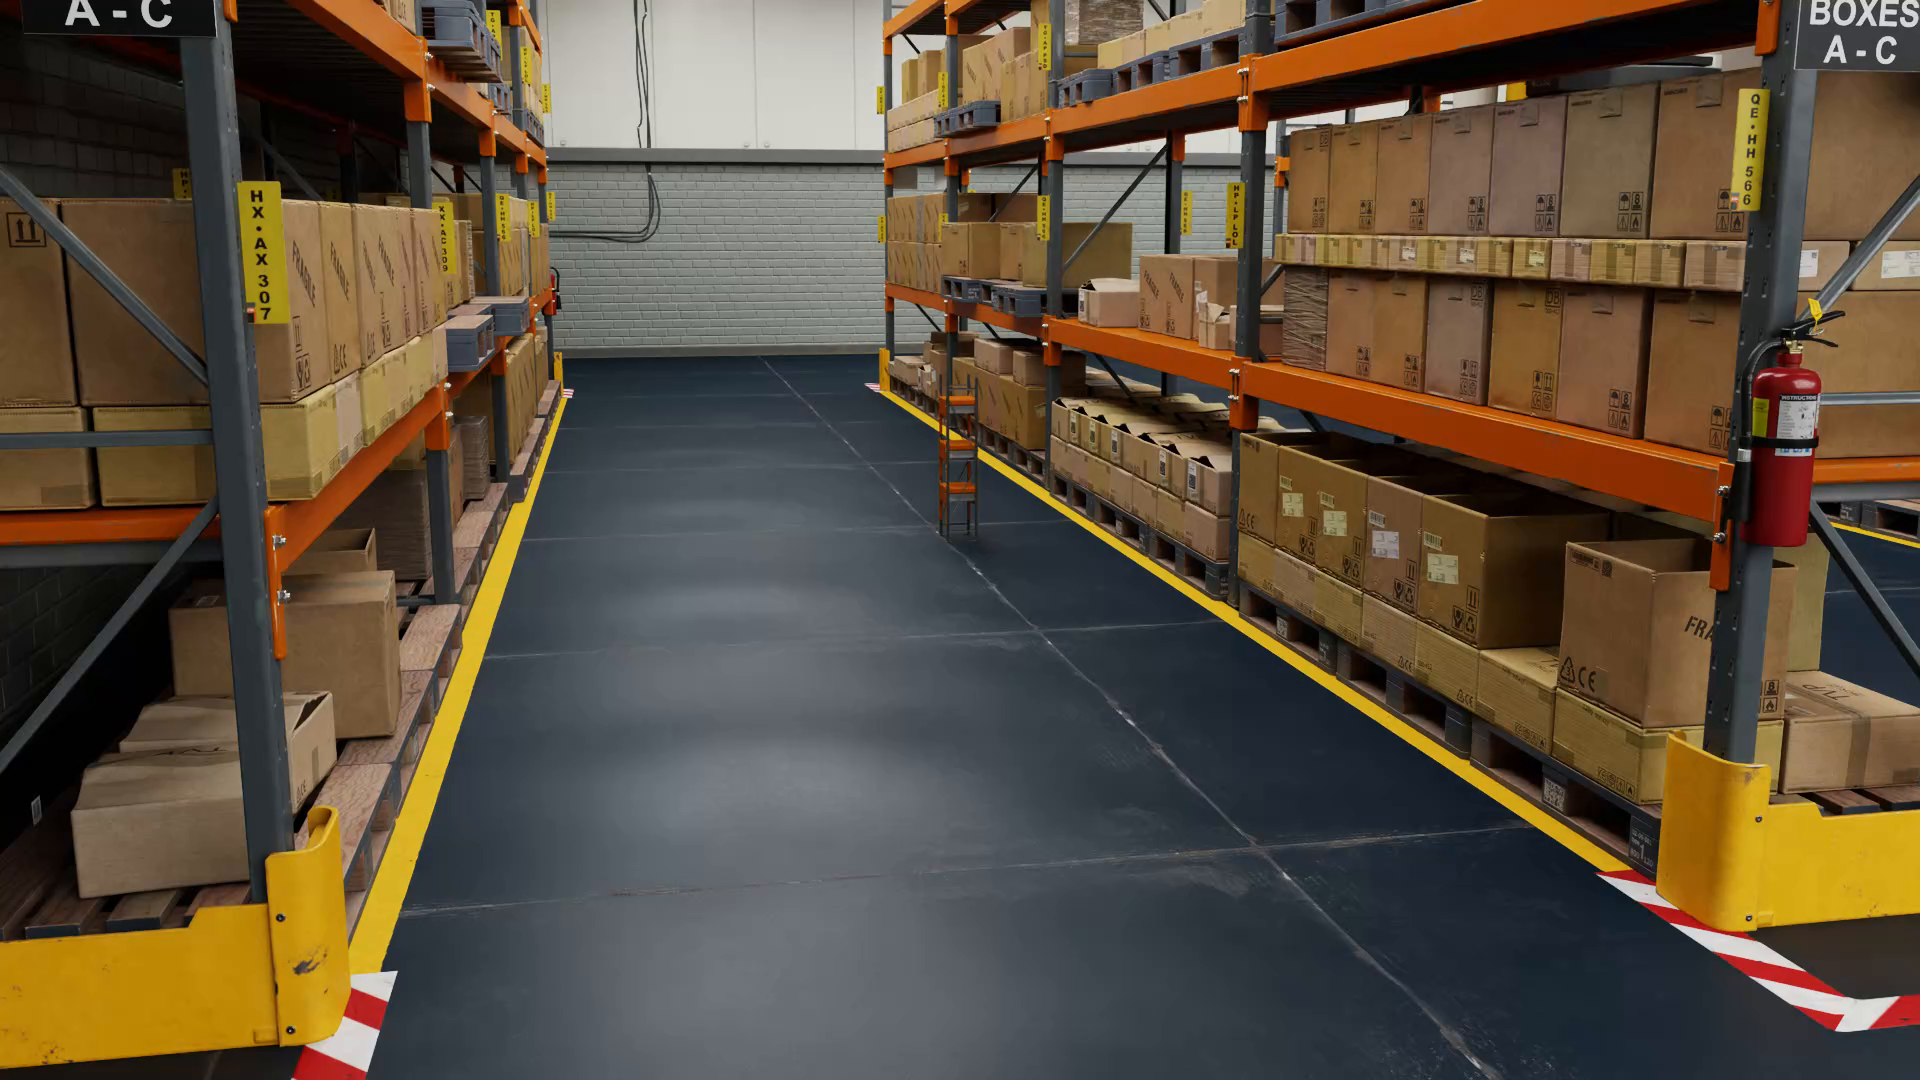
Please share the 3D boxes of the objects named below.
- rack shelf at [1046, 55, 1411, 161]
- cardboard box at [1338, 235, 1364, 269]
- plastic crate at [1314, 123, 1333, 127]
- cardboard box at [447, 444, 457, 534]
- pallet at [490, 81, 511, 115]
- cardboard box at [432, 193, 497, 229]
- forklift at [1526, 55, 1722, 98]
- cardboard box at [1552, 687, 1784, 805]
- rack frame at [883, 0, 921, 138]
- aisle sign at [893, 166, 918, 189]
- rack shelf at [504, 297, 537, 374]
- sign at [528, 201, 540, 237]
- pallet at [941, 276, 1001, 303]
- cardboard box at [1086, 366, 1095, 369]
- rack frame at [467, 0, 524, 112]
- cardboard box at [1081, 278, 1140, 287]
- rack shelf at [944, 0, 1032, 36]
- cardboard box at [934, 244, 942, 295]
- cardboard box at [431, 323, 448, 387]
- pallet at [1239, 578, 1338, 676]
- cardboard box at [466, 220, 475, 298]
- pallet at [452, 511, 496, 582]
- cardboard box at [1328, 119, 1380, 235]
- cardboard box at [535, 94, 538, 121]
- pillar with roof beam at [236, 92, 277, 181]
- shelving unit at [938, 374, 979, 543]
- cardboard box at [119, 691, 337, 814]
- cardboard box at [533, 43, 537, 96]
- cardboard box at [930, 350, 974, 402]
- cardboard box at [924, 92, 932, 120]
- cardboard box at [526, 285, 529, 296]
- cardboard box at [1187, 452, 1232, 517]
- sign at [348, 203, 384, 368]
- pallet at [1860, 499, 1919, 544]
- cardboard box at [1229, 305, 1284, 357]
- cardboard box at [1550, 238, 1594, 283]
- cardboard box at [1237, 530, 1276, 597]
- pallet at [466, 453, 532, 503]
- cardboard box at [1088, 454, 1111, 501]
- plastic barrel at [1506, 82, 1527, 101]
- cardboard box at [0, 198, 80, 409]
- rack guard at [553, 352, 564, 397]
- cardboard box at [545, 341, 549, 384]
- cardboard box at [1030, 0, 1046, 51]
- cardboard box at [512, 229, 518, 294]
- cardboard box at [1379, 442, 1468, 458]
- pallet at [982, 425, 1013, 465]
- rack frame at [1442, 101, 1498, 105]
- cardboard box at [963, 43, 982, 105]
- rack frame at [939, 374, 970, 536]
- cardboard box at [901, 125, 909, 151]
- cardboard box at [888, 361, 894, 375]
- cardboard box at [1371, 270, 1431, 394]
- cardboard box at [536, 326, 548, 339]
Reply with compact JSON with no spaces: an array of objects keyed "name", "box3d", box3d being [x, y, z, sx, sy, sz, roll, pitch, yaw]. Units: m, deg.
[{"name":"rack shelf","box3d":[1.540,-2.623,10.356,1.077,0.370,4.000,-2,11,-11]},{"name":"cardboard box","box3d":[1.944,-1.306,7.533,0.380,0.149,0.250,-2,11,-12]},{"name":"plastic crate","box3d":[4.482,-4.669,19.348,0.504,0.338,0.767,-2,11,-11]},{"name":"cardboard box","box3d":[-3.299,-0.266,9.578,0.700,0.500,0.500,-2,11,-10]},{"name":"pallet","box3d":[-3.885,-3.186,11.893,1.213,0.211,1.003,-2,11,-8]},{"name":"cardboard box","box3d":[-3.549,-2.360,11.951,0.500,0.250,0.500,-2,11,-10]},{"name":"forklift","box3d":[3.366,-1.261,9.480,1.130,2.935,3.031,-2,11,-10]},{"name":"cardboard box","box3d":[2.312,0.655,5.465,0.500,0.250,0.500,-2,11,-11]},{"name":"rack frame","box3d":[-0.405,-6.284,19.644,1.000,3.000,0.127,-2,11,-11]},{"name":"aisle sign","box3d":[-0.707,-4.616,19.971,0.394,0.787,0.004,-2,11,-11]},{"name":"rack shelf","box3d":[-4.097,-1.702,13.540,1.077,0.370,4.000,-2,11,-11]},{"name":"sign","box3d":[-3.955,-2.974,15.413,0.100,0.325,0.005,-2,11,-11]},{"name":"pallet","box3d":[0.421,-2.358,15.577,1.003,0.211,1.213,-2,11,-11]},{"name":"cardboard box","box3d":[0.935,-1.328,15.161,0.500,0.500,0.500,-2,11,-10]},{"name":"rack frame","box3d":[-4.486,-5.369,14.839,1.000,3.000,0.127,-2,11,-11]},{"name":"cardboard box","box3d":[1.179,-1.757,12.145,0.500,0.311,0.500,-1,11,-7]},{"name":"rack shelf","box3d":[0.762,-4.633,13.967,1.077,0.370,4.000,-2,11,-11]},{"name":"cardboard box","box3d":[0.024,-2.735,16.774,0.500,0.500,0.500,-2,11,-10]},{"name":"cardboard box","box3d":[-2.540,-0.815,7.305,0.500,0.250,0.500,-2,11,-11]},{"name":"pallet","box3d":[2.042,0.381,8.128,1.003,0.211,1.213,-2,11,-11]},{"name":"cardboard box","box3d":[-3.607,-1.868,11.044,0.700,0.500,0.500,-3,11,-18]},{"name":"pallet","box3d":[-3.323,0.048,9.880,1.003,0.211,1.213,-2,11,-11]},{"name":"cardboard box","box3d":[2.121,-1.648,7.598,0.700,0.500,0.500,-2,11,-11]},{"name":"cardboard box","box3d":[-4.653,-4.496,17.283,0.500,0.250,0.500,-2,11,-13]},{"name":"pillar with roof beam","box3d":[-0.081,-4.522,10.390,9.100,9.000,0.400,-2,11,-11]},{"name":"shelving unit","box3d":[-0.010,-0.526,10.650,0.215,1.050,0.252,-2,11,-11]},{"name":"cardboard box","box3d":[-2.309,0.649,5.281,0.500,0.311,0.500,-1,11,-6]},{"name":"cardboard box","box3d":[-4.657,-4.868,17.231,0.500,0.500,0.500,-3,11,-14]},{"name":"cardboard box","box3d":[-0.016,-1.685,17.038,0.500,0.500,0.500,-2,11,-11]},{"name":"cardboard box","box3d":[-0.082,-4.420,16.936,0.500,0.250,0.500,-2,11,-11]},{"name":"cardboard box","box3d":[-4.070,-2.211,14.912,0.380,0.149,0.250,-2,11,-10]},{"name":"cardboard box","box3d":[1.569,-0.331,9.142,0.500,0.311,0.500,-2,11,-11]},{"name":"sign","box3d":[-2.130,-0.810,5.274,0.516,0.500,0.516,-2,11,-11]},{"name":"pallet","box3d":[6.597,-0.088,10.594,1.003,0.211,1.213,-2,11,-11]},{"name":"cardboard box","box3d":[1.790,-1.151,9.122,0.500,0.250,0.500,-1,11,-7]},{"name":"cardboard box","box3d":[2.296,-0.974,5.790,0.380,0.149,0.250,-2,11,-10]},{"name":"cardboard box","box3d":[1.721,0.105,8.355,0.500,0.250,0.500,-2,11,-11]},{"name":"pallet","box3d":[-3.787,-0.466,12.581,1.003,0.211,1.213,-2,11,-11]},{"name":"cardboard box","box3d":[1.170,-0.431,11.169,0.500,0.250,0.500,-2,11,-13]},{"name":"plastic barrel","box3d":[5.609,-4.395,16.115,0.600,0.588,0.600,0,11,0]},{"name":"cardboard box","box3d":[-2.452,-0.605,4.193,0.500,0.500,0.500,-2,11,-12]},{"name":"rack guard","box3d":[-5.268,-1.932,19.512,1.175,0.500,0.348,-2,11,-11]},{"name":"cardboard box","box3d":[-5.029,-2.009,18.794,0.700,0.500,0.500,-2,11,-11]},{"name":"cardboard box","box3d":[0.874,-4.151,13.517,0.500,0.500,0.500,-2,11,-11]},{"name":"cardboard box","box3d":[-3.739,-2.180,13.009,0.500,0.500,0.500,-2,11,-11]},{"name":"cardboard box","box3d":[2.319,-0.190,7.900,0.500,0.500,0.500,-2,11,-11]},{"name":"pallet","box3d":[0.809,-0.861,14.657,1.003,0.211,1.213,-2,11,-11]},{"name":"rack frame","box3d":[5.232,-5.730,16.732,1.000,3.000,0.127,-2,11,-11]},{"name":"cardboard box","box3d":[0.398,-4.286,15.512,0.600,0.600,0.600,-3,11,-16]},{"name":"rack frame","box3d":[-0.034,-0.548,10.767,0.200,1.050,0.008,-2,11,-11]},{"name":"cardboard box","box3d":[-0.371,-4.449,18.429,0.500,0.250,0.500,-2,11,-11]},{"name":"cardboard box","box3d":[-0.661,-2.063,19.961,0.380,0.149,0.250,-2,11,-11]},{"name":"cardboard box","box3d":[2.224,-0.915,7.215,0.700,0.500,0.500,-2,11,-10]},{"name":"cardboard box","box3d":[-4.826,-2.311,18.644,0.380,0.149,0.250,-2,11,-12]}]
